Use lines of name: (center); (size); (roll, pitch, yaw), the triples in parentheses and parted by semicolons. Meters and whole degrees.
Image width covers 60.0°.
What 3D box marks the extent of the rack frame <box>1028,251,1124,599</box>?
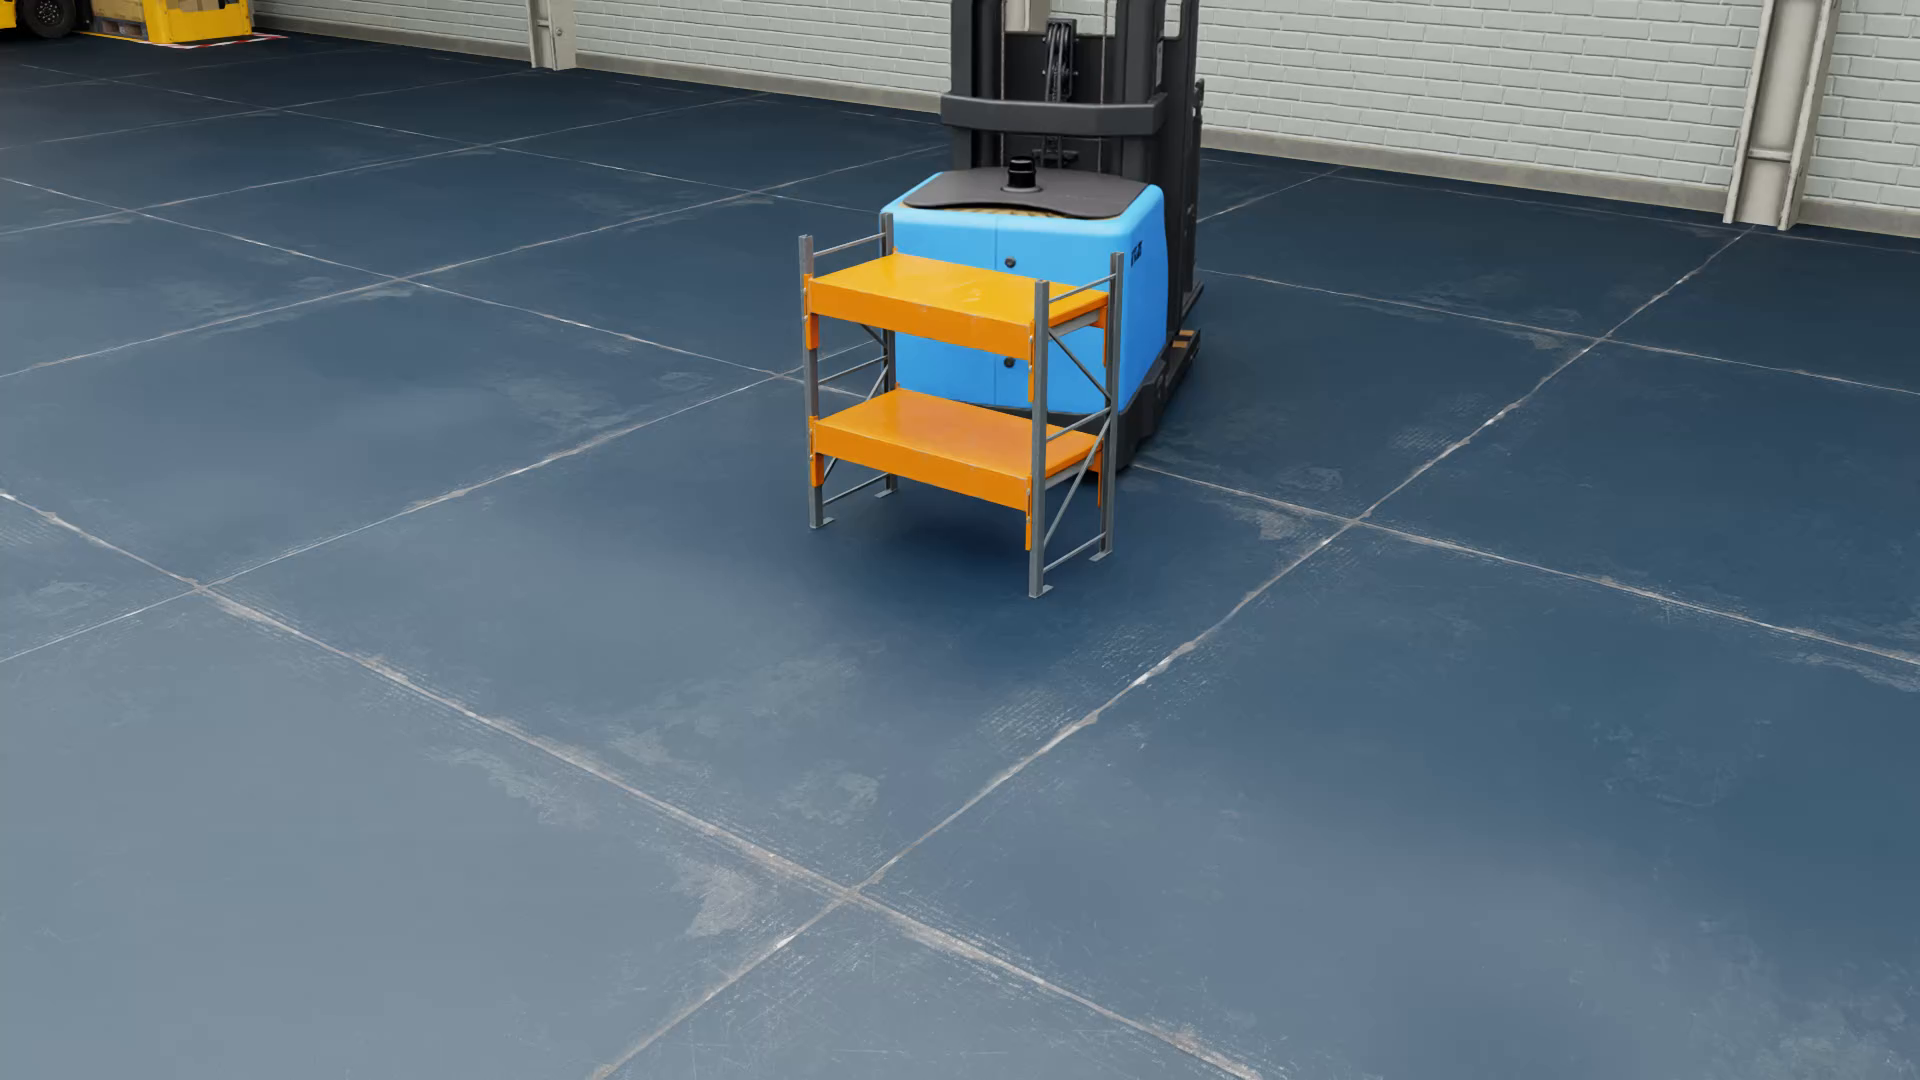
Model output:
rack frame: (0.401, -0.393, 5.748); (0.032, 1.125, 0.500); (17, 29, 33)

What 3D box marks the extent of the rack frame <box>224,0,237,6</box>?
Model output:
rack frame: (-9.076, -7.377, 19.273); (0.127, 3.000, 1.000); (17, 29, 33)

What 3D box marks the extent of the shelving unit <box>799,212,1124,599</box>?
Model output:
shelving unit: (-0.005, -0.516, 6.027); (1.048, 1.125, 0.538); (17, 29, 33)

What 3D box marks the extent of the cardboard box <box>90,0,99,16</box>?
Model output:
cardboard box: (-10.428, -6.570, 20.331); (0.500, 0.250, 0.500); (17, 29, 34)

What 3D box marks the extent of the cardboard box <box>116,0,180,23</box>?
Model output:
cardboard box: (-9.641, -6.323, 19.770); (0.500, 0.250, 0.500); (17, 29, 34)

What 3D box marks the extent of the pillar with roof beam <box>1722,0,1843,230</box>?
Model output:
pillar with roof beam: (2.729, -4.840, 6.074); (0.400, 9.000, 9.100); (17, 29, 33)

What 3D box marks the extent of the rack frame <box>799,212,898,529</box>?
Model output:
rack frame: (-0.412, -0.639, 6.306); (0.032, 1.125, 0.500); (17, 29, 33)

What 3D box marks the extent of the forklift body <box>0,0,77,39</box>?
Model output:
forklift body: (-11.687, -6.859, 19.149); (1.214, 2.155, 2.313); (17, 29, 33)

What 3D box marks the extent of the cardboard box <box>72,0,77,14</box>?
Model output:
cardboard box: (-10.857, -6.688, 20.599); (0.500, 0.250, 0.500); (18, 29, 35)

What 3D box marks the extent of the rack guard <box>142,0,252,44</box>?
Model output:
rack guard: (-9.057, -6.228, 19.764); (0.348, 0.500, 1.175); (17, 29, 33)

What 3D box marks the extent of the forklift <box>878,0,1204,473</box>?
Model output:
forklift: (0.564, -2.180, 7.563); (1.130, 2.935, 3.031); (7, 25, 15)

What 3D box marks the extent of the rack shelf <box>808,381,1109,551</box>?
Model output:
rack shelf: (-0.005, -0.293, 6.125); (1.000, 0.278, 0.538); (17, 29, 33)

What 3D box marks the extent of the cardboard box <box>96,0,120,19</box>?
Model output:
cardboard box: (-10.034, -6.446, 20.049); (0.500, 0.250, 0.500); (17, 29, 33)

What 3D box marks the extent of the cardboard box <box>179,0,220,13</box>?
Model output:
cardboard box: (-9.352, -6.493, 20.156); (0.500, 0.250, 0.500); (17, 29, 34)

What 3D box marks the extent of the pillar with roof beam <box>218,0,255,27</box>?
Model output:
pillar with roof beam: (-11.674, -9.193, 15.953); (0.400, 9.000, 9.100); (17, 29, 33)

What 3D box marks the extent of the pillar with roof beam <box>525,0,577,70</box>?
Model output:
pillar with roof beam: (-6.873, -7.742, 12.660); (0.400, 9.000, 9.100); (17, 29, 33)

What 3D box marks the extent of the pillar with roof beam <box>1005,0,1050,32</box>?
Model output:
pillar with roof beam: (-2.072, -6.291, 9.367); (0.400, 9.000, 9.100); (17, 29, 33)

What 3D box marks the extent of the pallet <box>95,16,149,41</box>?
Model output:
pallet: (-9.713, -6.273, 20.225); (1.213, 0.211, 1.003); (17, 29, 33)

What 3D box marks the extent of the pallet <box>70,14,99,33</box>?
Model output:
pallet: (-10.685, -6.568, 20.895); (1.213, 0.211, 1.003); (17, 29, 33)

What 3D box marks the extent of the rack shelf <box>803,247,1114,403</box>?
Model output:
rack shelf: (-0.005, -0.784, 5.909); (1.000, 0.278, 0.538); (17, 29, 33)
